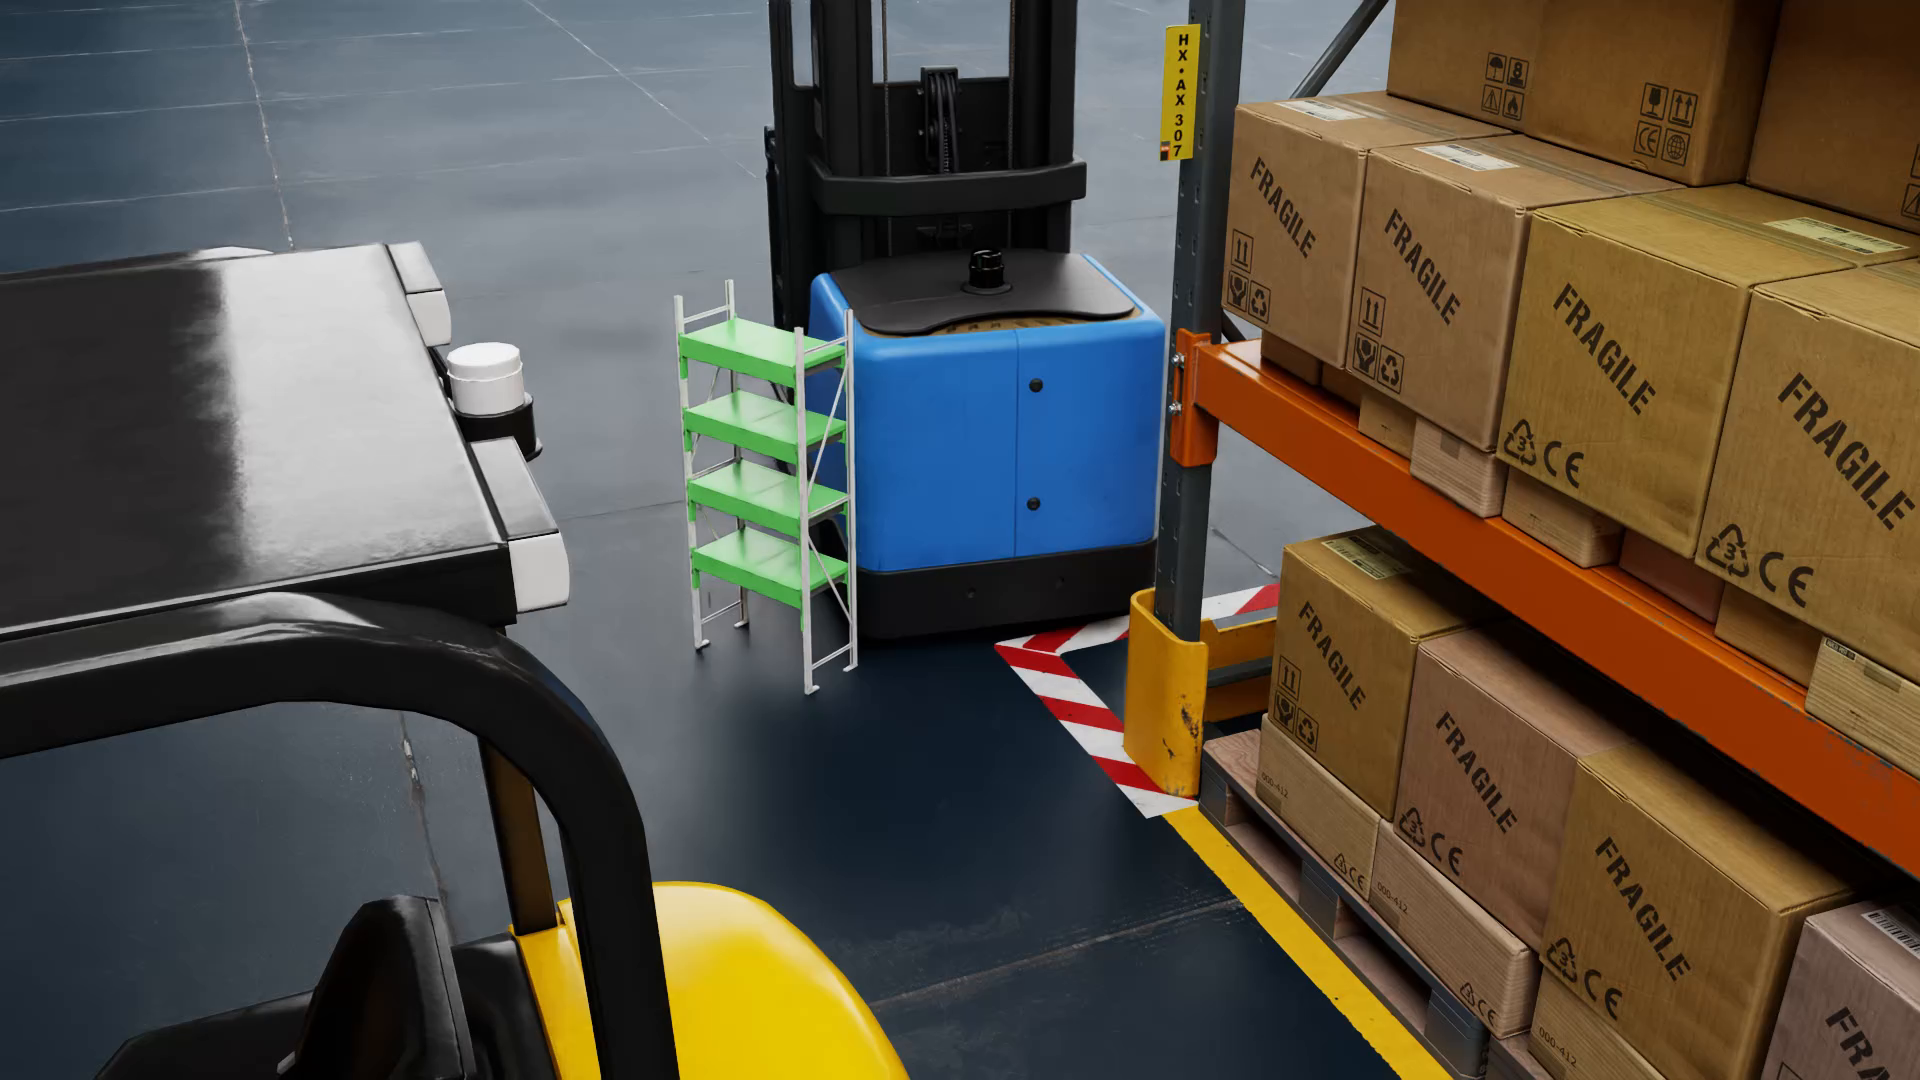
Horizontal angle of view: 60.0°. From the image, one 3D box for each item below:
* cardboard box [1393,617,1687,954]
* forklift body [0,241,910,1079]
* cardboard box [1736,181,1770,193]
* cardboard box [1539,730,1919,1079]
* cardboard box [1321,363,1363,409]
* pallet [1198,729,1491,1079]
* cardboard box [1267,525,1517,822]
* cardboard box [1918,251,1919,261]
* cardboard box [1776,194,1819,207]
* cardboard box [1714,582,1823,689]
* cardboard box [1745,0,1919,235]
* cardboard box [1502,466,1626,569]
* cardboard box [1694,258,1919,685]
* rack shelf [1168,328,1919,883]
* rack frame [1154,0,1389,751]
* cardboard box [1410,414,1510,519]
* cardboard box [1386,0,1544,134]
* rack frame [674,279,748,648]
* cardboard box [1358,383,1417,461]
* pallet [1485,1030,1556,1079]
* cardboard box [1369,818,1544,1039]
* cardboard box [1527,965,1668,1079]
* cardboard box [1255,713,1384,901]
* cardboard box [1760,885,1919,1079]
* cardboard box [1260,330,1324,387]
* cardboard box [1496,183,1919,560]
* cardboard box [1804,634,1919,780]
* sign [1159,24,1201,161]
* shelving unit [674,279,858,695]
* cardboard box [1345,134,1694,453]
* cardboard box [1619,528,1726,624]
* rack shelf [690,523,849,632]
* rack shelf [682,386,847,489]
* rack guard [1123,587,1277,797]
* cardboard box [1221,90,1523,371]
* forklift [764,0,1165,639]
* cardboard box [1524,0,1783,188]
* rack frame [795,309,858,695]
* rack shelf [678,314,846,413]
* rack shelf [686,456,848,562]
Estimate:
[{"bbox_3d":[1.324,0.498,3.611,0.500,0.500,0.500,-12,28,-23],"label":"cardboard box"},{"bbox_3d":[-1.101,0.883,1.989,2.313,2.155,1.214,-11,28,-21],"label":"forklift body"},{"bbox_3d":[1.701,-0.608,3.624,0.500,0.500,0.500,-11,28,-20],"label":"cardboard box"},{"bbox_3d":[1.513,0.702,3.193,0.500,0.500,0.500,-10,28,-20],"label":"cardboard box"},{"bbox_3d":[1.098,-0.419,3.977,0.380,0.149,0.250,-10,28,-20],"label":"cardboard box"},{"bbox_3d":[1.359,0.813,4.344,1.003,0.211,1.213,-11,28,-21],"label":"pallet"},{"bbox_3d":[1.115,0.288,4.042,0.500,0.500,0.500,-12,28,-22],"label":"cardboard box"},{"bbox_3d":[1.998,-0.645,2.559,0.700,0.500,0.500,-11,28,-21],"label":"cardboard box"},{"bbox_3d":[1.894,-0.406,3.209,0.500,0.500,0.500,-11,28,-21],"label":"cardboard box"},{"bbox_3d":[1.551,0.119,2.875,0.380,0.149,0.250,-11,28,-22],"label":"cardboard box"},{"bbox_3d":[1.930,-0.870,3.020,0.700,0.500,0.500,-11,28,-21],"label":"cardboard box"},{"bbox_3d":[1.317,-0.089,3.301,0.380,0.149,0.250,-10,28,-19],"label":"cardboard box"},{"bbox_3d":[1.587,-0.126,2.637,0.500,0.500,0.500,-11,28,-22],"label":"cardboard box"},{"bbox_3d":[1.827,0.326,2.983,1.077,0.370,4.000,-11,28,-21],"label":"rack shelf"},{"bbox_3d":[1.044,-0.805,4.479,1.000,3.000,0.127,-11,28,-21],"label":"rack frame"},{"bbox_3d":[1.184,-0.188,3.503,0.380,0.149,0.250,-10,28,-20],"label":"cardboard box"},{"bbox_3d":[1.444,-1.264,3.827,0.700,0.500,0.500,-11,28,-22],"label":"cardboard box"},{"bbox_3d":[-0.792,-0.227,5.340,0.015,1.200,0.240,18,30,33],"label":"rack frame"},{"bbox_3d":[1.127,-0.298,3.729,0.380,0.149,0.250,-12,28,-22],"label":"cardboard box"},{"bbox_3d":[1.833,1.305,3.337,1.003,0.211,1.213,-11,28,-21],"label":"pallet"},{"bbox_3d":[1.298,0.823,3.801,0.500,0.250,0.500,-10,28,-19],"label":"cardboard box"},{"bbox_3d":[1.523,1.041,3.354,0.500,0.250,0.500,-9,27,-17],"label":"cardboard box"},{"bbox_3d":[1.105,0.616,4.226,0.500,0.250,0.500,-11,28,-21],"label":"cardboard box"},{"bbox_3d":[1.730,0.917,2.754,0.500,0.500,0.500,-9,27,-18],"label":"cardboard box"},{"bbox_3d":[0.986,-0.519,4.180,0.380,0.149,0.250,-10,28,-20],"label":"cardboard box"},{"bbox_3d":[1.380,-0.330,3.054,0.500,0.500,0.500,-11,28,-22],"label":"cardboard box"},{"bbox_3d":[1.596,0.230,2.646,0.380,0.149,0.250,-10,28,-20],"label":"cardboard box"},{"bbox_3d":[0.544,-1.100,4.098,0.100,0.325,0.005,-11,28,-21],"label":"sign"},{"bbox_3d":[-0.597,-0.162,5.207,0.503,1.200,0.258,18,30,33],"label":"shelving unit"},{"bbox_3d":[1.180,-0.536,3.475,0.500,0.500,0.500,-10,28,-19],"label":"cardboard box"},{"bbox_3d":[1.475,0.007,3.103,0.380,0.149,0.250,-10,28,-19],"label":"cardboard box"},{"bbox_3d":[-0.602,0.113,5.335,0.480,0.148,0.258,18,30,33],"label":"rack shelf"},{"bbox_3d":[-0.595,-0.322,5.133,0.480,0.148,0.258,18,30,33],"label":"rack shelf"},{"bbox_3d":[1.073,0.349,4.965,1.175,0.500,0.348,-11,28,-21],"label":"rack guard"},{"bbox_3d":[0.974,-0.744,3.902,0.500,0.500,0.500,-11,28,-21],"label":"cardboard box"},{"bbox_3d":[-0.188,-1.619,6.225,1.130,2.935,3.031,-6,27,-13],"label":"forklift"},{"bbox_3d":[1.636,-1.058,3.406,0.700,0.500,0.500,-10,28,-20],"label":"cardboard box"},{"bbox_3d":[-0.403,-0.098,5.075,0.015,1.200,0.240,18,30,33],"label":"rack frame"},{"bbox_3d":[-0.591,-0.540,5.032,0.480,0.148,0.258,18,30,33],"label":"rack shelf"},{"bbox_3d":[-0.598,-0.104,5.234,0.480,0.148,0.258,18,30,33],"label":"rack shelf"}]
